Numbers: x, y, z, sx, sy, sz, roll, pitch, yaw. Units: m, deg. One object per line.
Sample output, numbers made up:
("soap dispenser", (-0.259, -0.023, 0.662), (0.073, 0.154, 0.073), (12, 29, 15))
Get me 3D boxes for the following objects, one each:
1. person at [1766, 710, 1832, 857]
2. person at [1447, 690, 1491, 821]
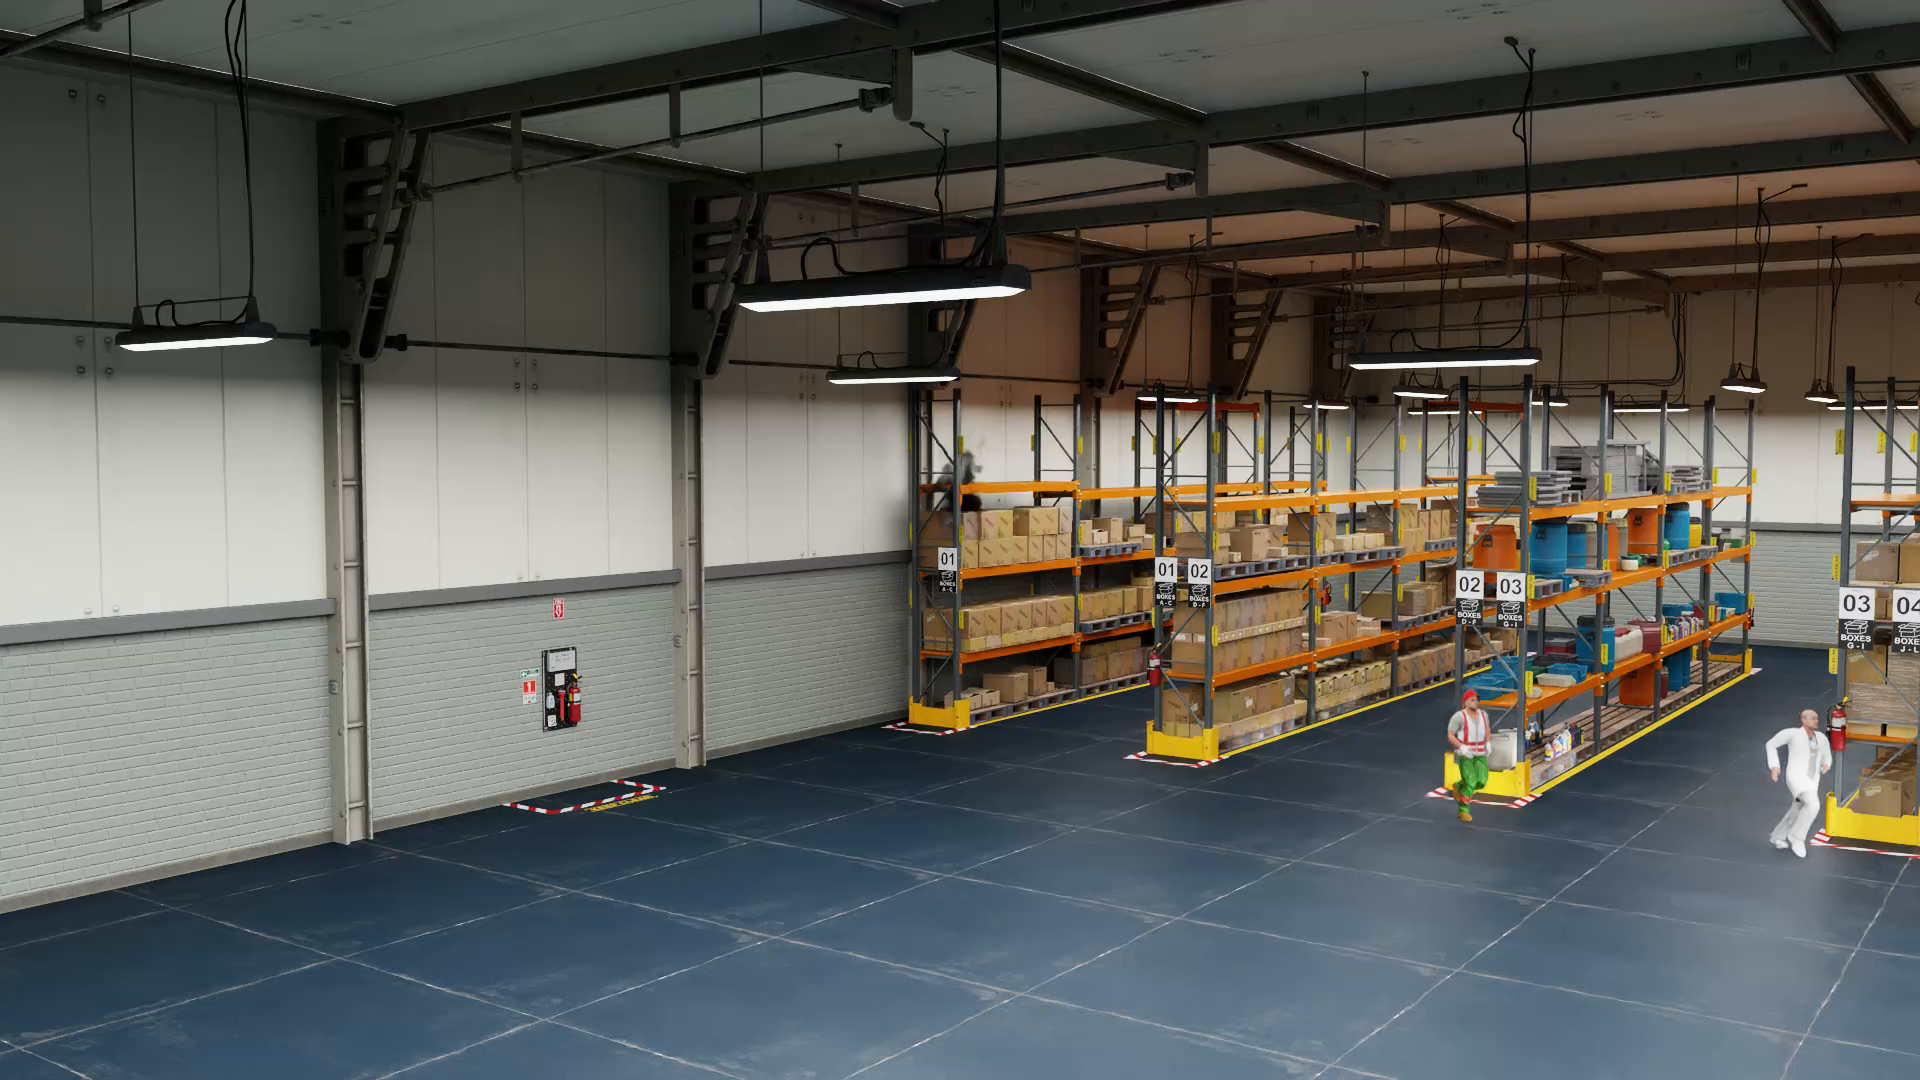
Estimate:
("person", (10.364, 2.955, 20.398), (0.689, 1.732, 0.723), (-1, 3, -15))
("person", (6.837, 2.868, 22.267), (0.684, 1.751, 0.619), (-1, 3, -16))
